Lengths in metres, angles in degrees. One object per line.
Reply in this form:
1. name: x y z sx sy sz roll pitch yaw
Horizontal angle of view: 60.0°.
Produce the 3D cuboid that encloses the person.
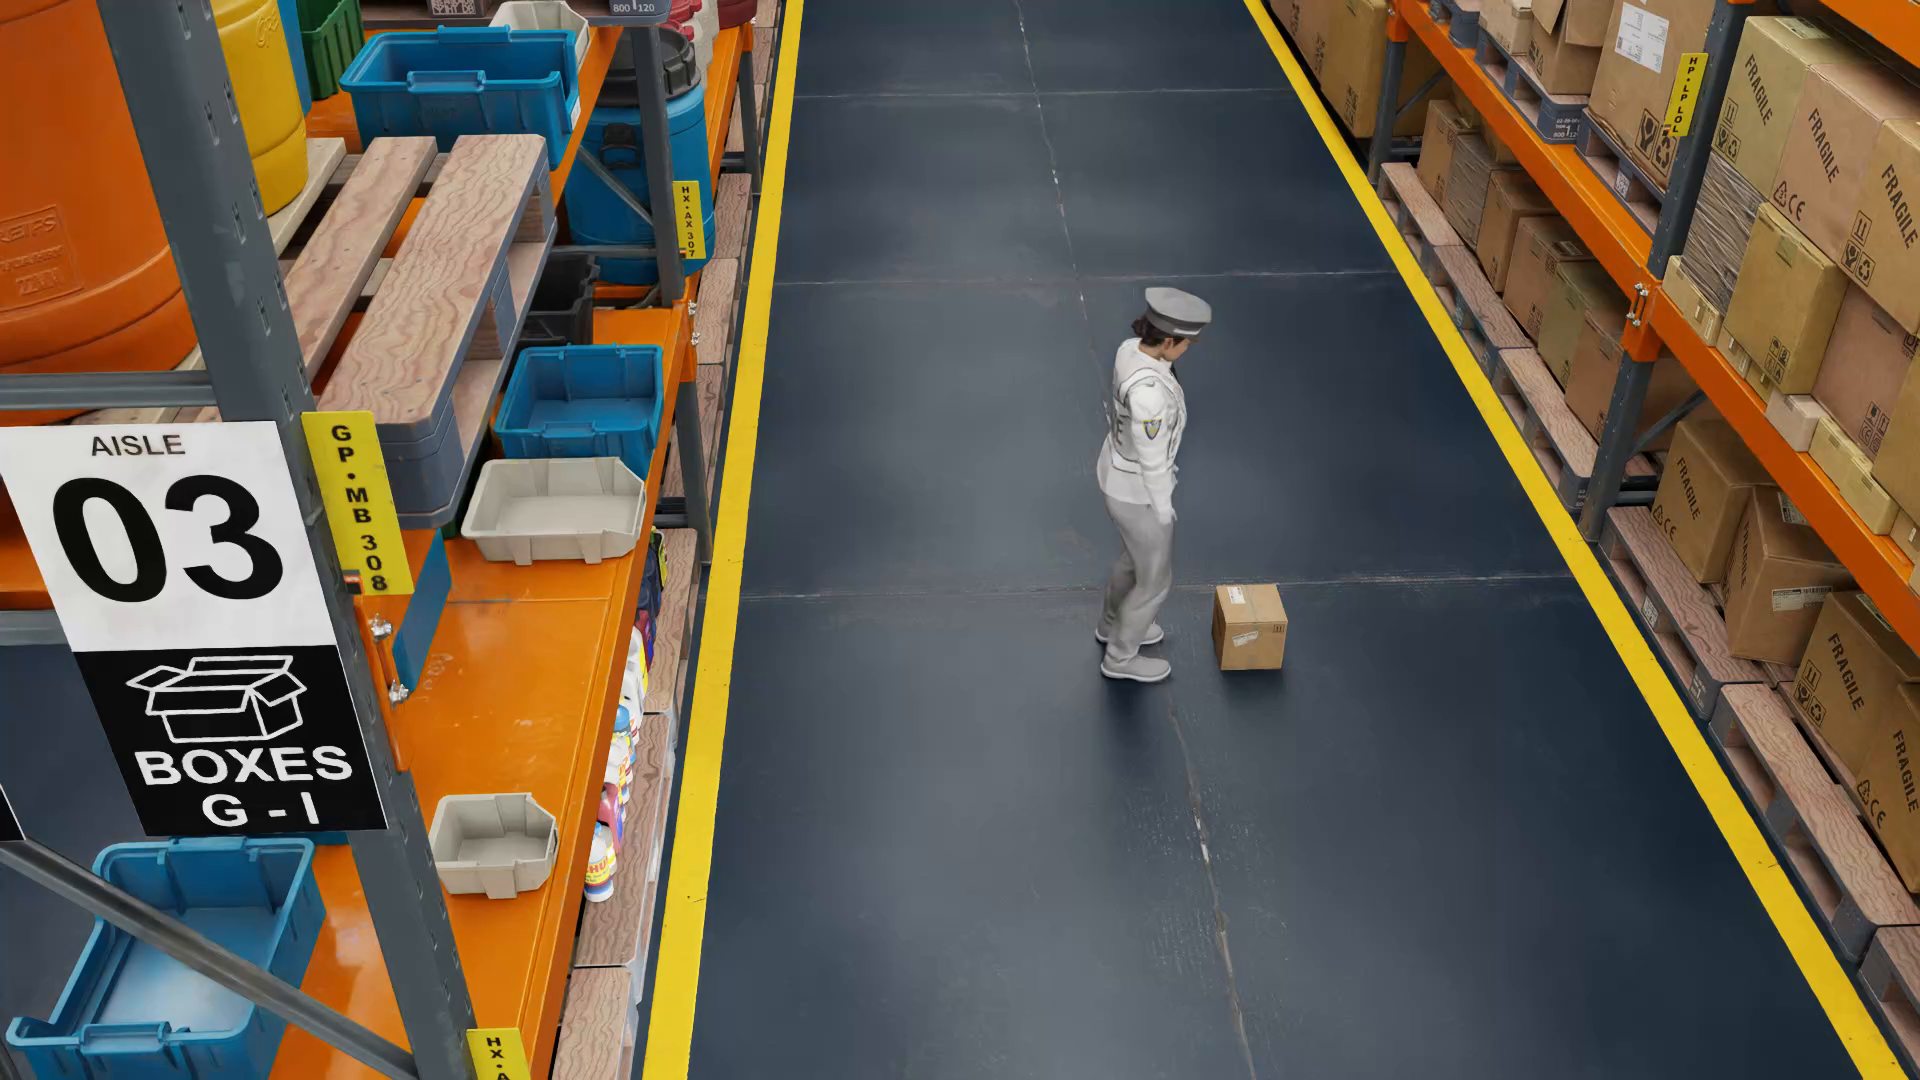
1. person: 0.719 -0.208 6.459 0.381 1.651 0.485 -1 35 -1
